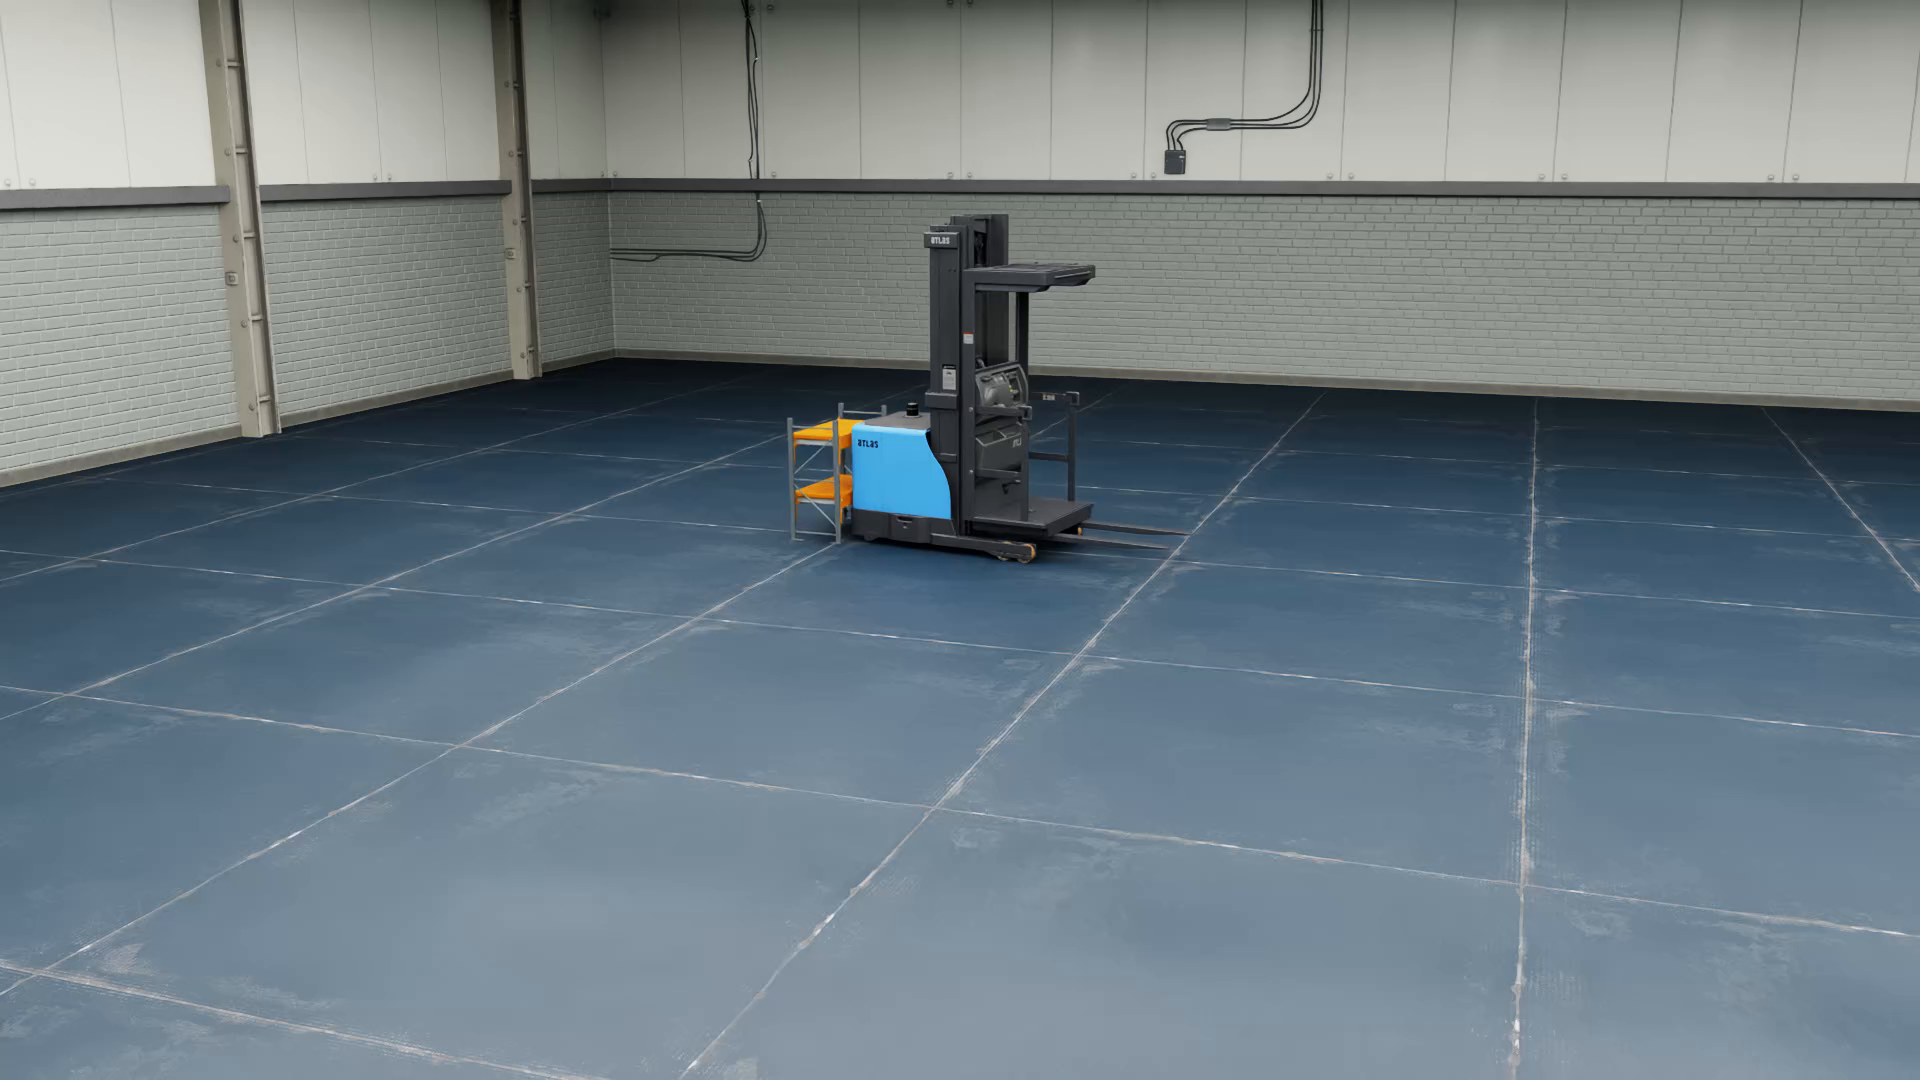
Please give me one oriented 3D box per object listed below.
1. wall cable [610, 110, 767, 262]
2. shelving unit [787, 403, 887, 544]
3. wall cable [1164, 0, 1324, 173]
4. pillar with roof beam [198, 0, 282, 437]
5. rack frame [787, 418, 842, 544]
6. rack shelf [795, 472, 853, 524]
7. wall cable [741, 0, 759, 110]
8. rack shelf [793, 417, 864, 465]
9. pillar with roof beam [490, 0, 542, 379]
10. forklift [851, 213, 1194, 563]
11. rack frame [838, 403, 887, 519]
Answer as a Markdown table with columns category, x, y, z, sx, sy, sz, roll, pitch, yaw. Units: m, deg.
| category | x | y | z | sx | sy | sz | roll | pitch | yaw |
| --- | --- | --- | --- | --- | --- | --- | --- | --- | --- |
| wall cable | -4.733 | -6.003 | 28.305 | 3.097 | 2.526 | 0.112 | 4 | 14 | 18 |
| shelving unit | -1.120 | -0.640 | 15.507 | 0.538 | 1.125 | 1.048 | 5 | 14 | 22 |
| wall cable | 4.244 | -8.488 | 24.572 | 2.305 | 6.003 | 0.169 | 4 | 14 | 18 |
| pillar with roof beam | -4.806 | -5.418 | 18.766 | 9.100 | 9.000 | 0.400 | 4 | 14 | 18 |
| rack frame | -1.318 | -0.535 | 15.050 | 0.500 | 1.125 | 0.032 | 5 | 14 | 22 |
| rack shelf | -1.117 | -0.401 | 15.560 | 0.538 | 0.278 | 1.000 | 5 | 14 | 22 |
| wall cable | -2.174 | -8.270 | 26.890 | 3.097 | 2.526 | 0.112 | 4 | 14 | 18 |
| rack shelf | -1.124 | -0.925 | 15.444 | 0.538 | 0.278 | 1.000 | 5 | 14 | 22 |
| pillar with roof beam | -2.864 | -6.682 | 24.301 | 9.100 | 9.000 | 0.400 | 4 | 14 | 18 |
| forklift | 0.551 | -1.364 | 14.640 | 3.031 | 2.935 | 1.130 | 7 | 14 | 27 |
| rack frame | -0.923 | -0.744 | 15.964 | 0.500 | 1.125 | 0.032 | 5 | 14 | 22 |
